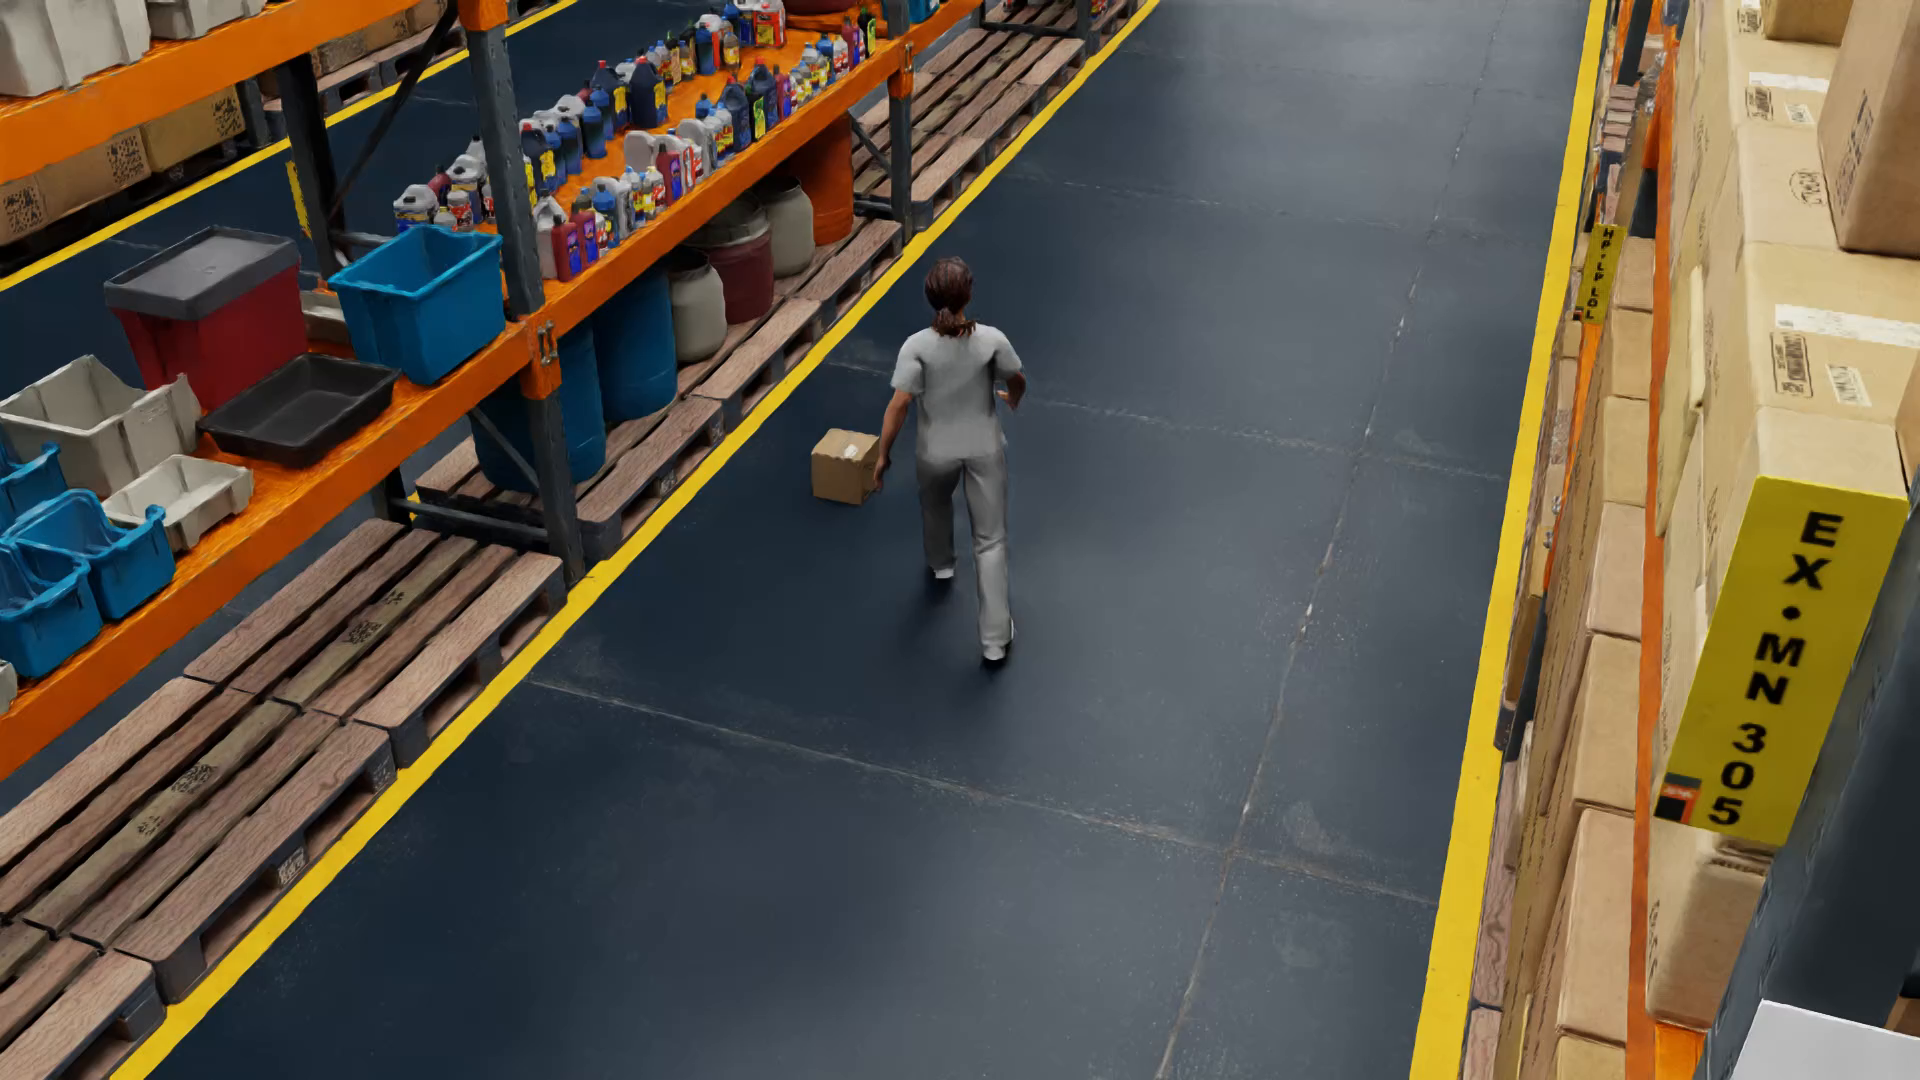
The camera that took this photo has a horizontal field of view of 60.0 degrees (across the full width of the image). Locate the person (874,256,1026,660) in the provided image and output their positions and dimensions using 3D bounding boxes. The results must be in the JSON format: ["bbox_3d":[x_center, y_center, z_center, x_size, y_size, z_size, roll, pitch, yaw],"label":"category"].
[{"bbox_3d":[-0.045,-0.399,6.755,0.629,1.639,0.915,-3,34,-5],"label":"person"}]
